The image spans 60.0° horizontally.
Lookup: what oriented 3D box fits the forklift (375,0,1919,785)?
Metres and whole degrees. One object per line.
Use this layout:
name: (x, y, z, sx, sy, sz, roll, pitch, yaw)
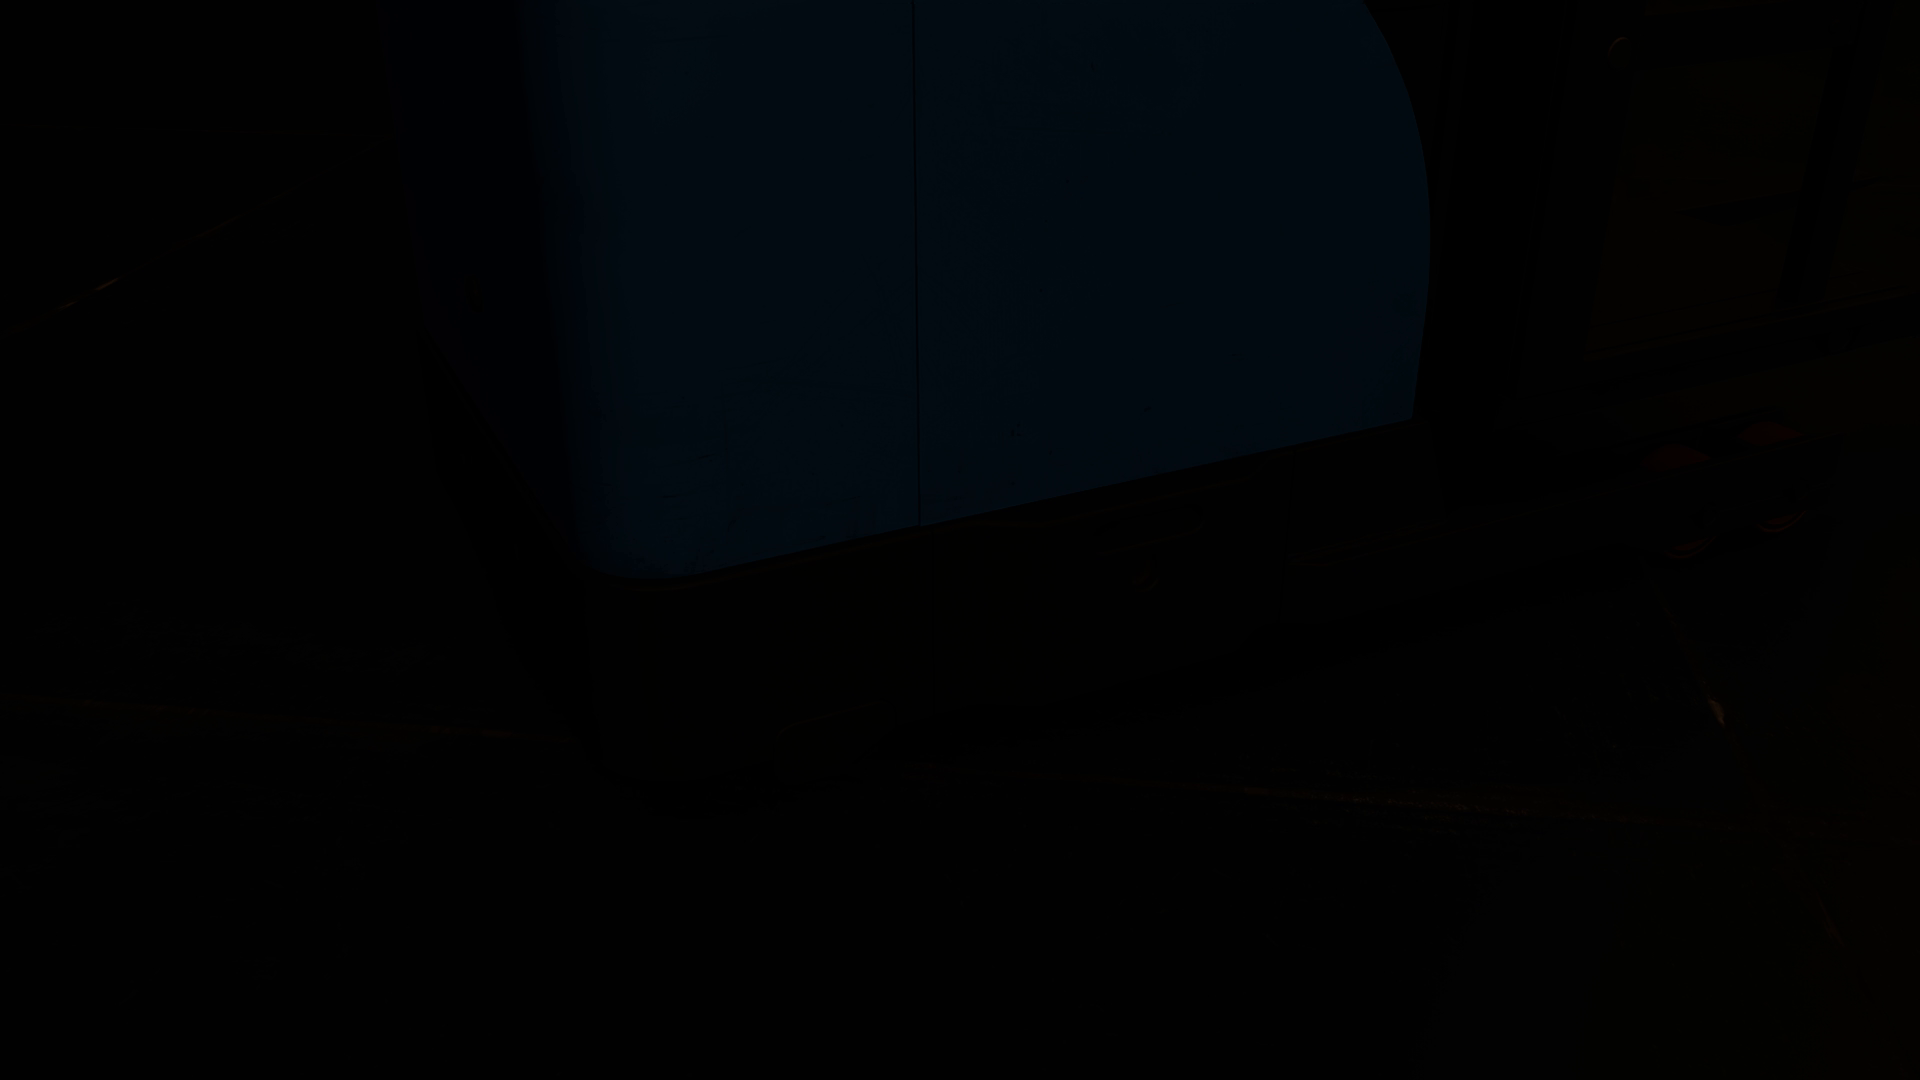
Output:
forklift: (0.748, -1.480, 2.183, 3.031, 2.935, 1.130, -13, 29, -24)
